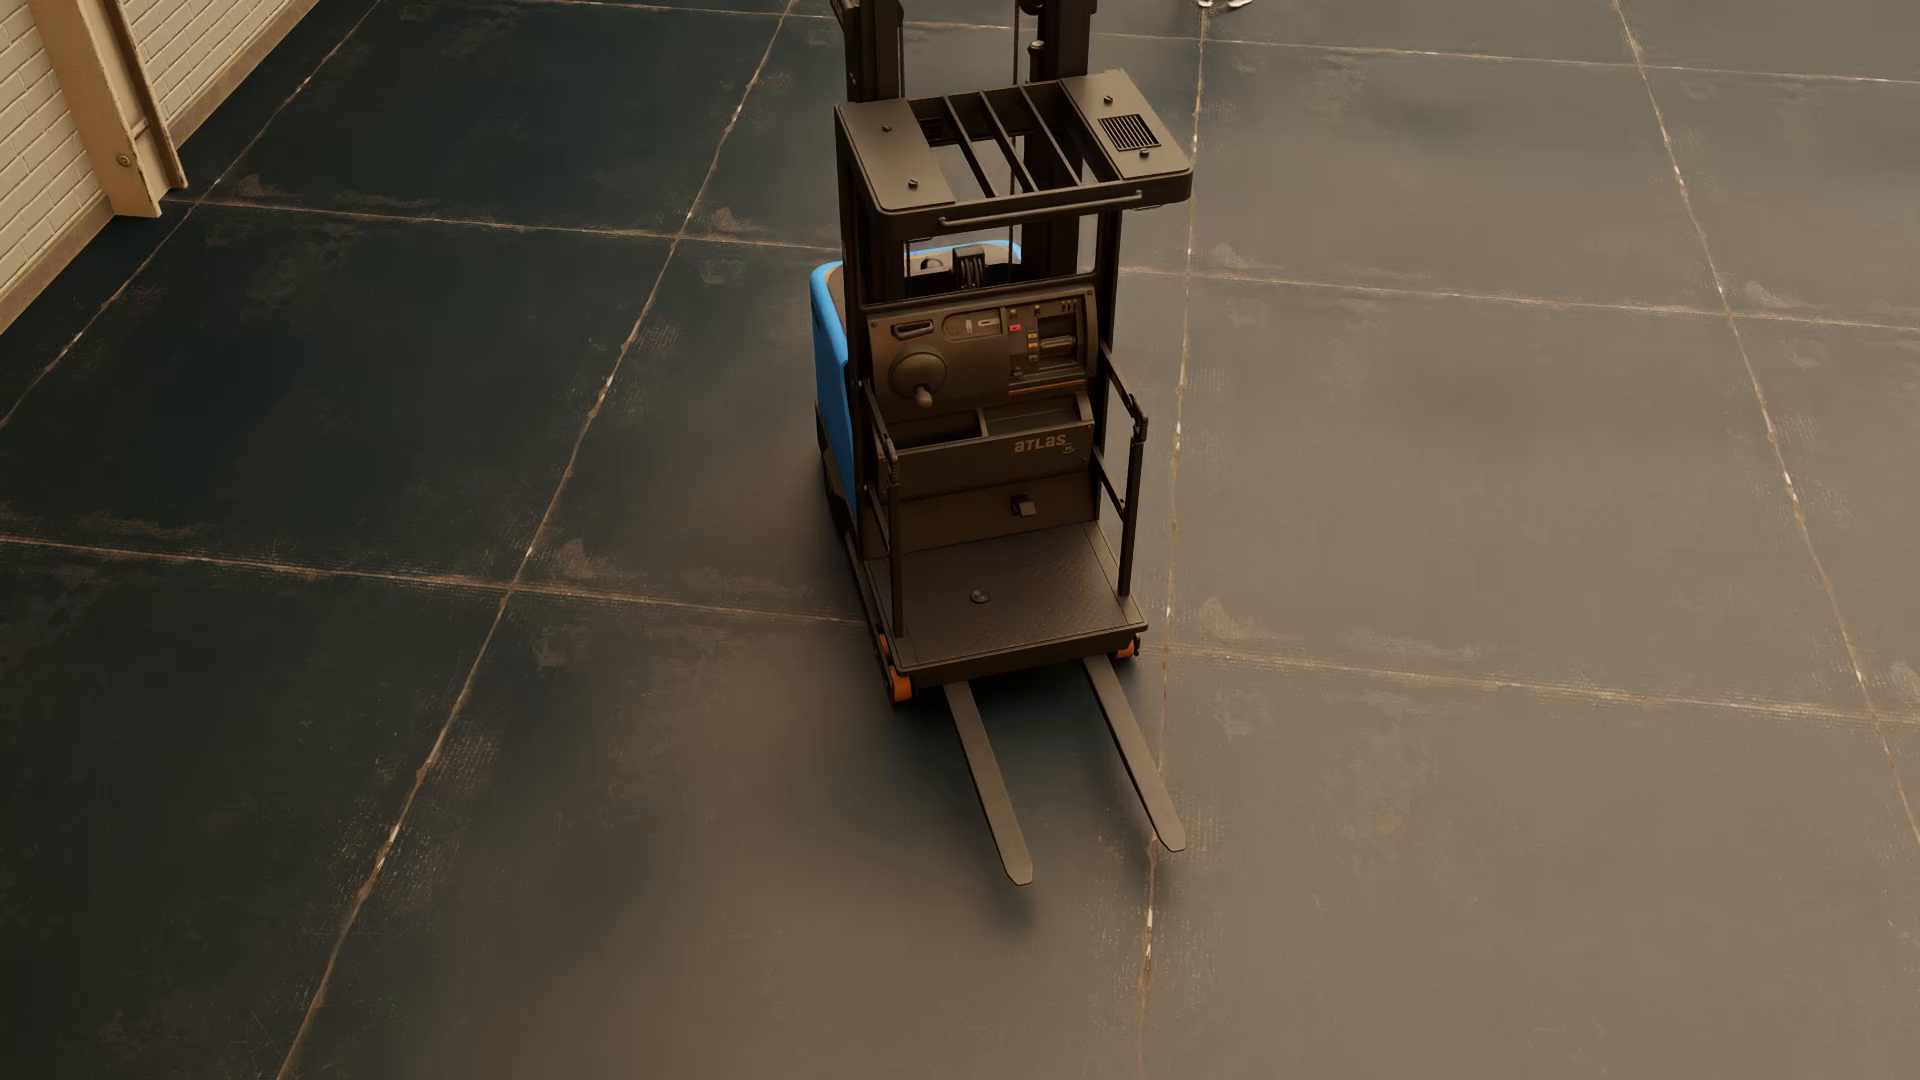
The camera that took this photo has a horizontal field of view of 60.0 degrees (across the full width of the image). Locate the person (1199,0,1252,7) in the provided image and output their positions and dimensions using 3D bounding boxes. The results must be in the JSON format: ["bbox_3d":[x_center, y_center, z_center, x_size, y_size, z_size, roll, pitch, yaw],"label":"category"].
[{"bbox_3d":[1.837,-4.523,11.624,0.520,1.597,0.475,21,47,21],"label":"person"}]

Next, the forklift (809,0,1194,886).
[{"bbox_3d":[0.153,-0.681,6.465,1.130,2.935,3.031,-10,44,-11],"label":"forklift"}]
